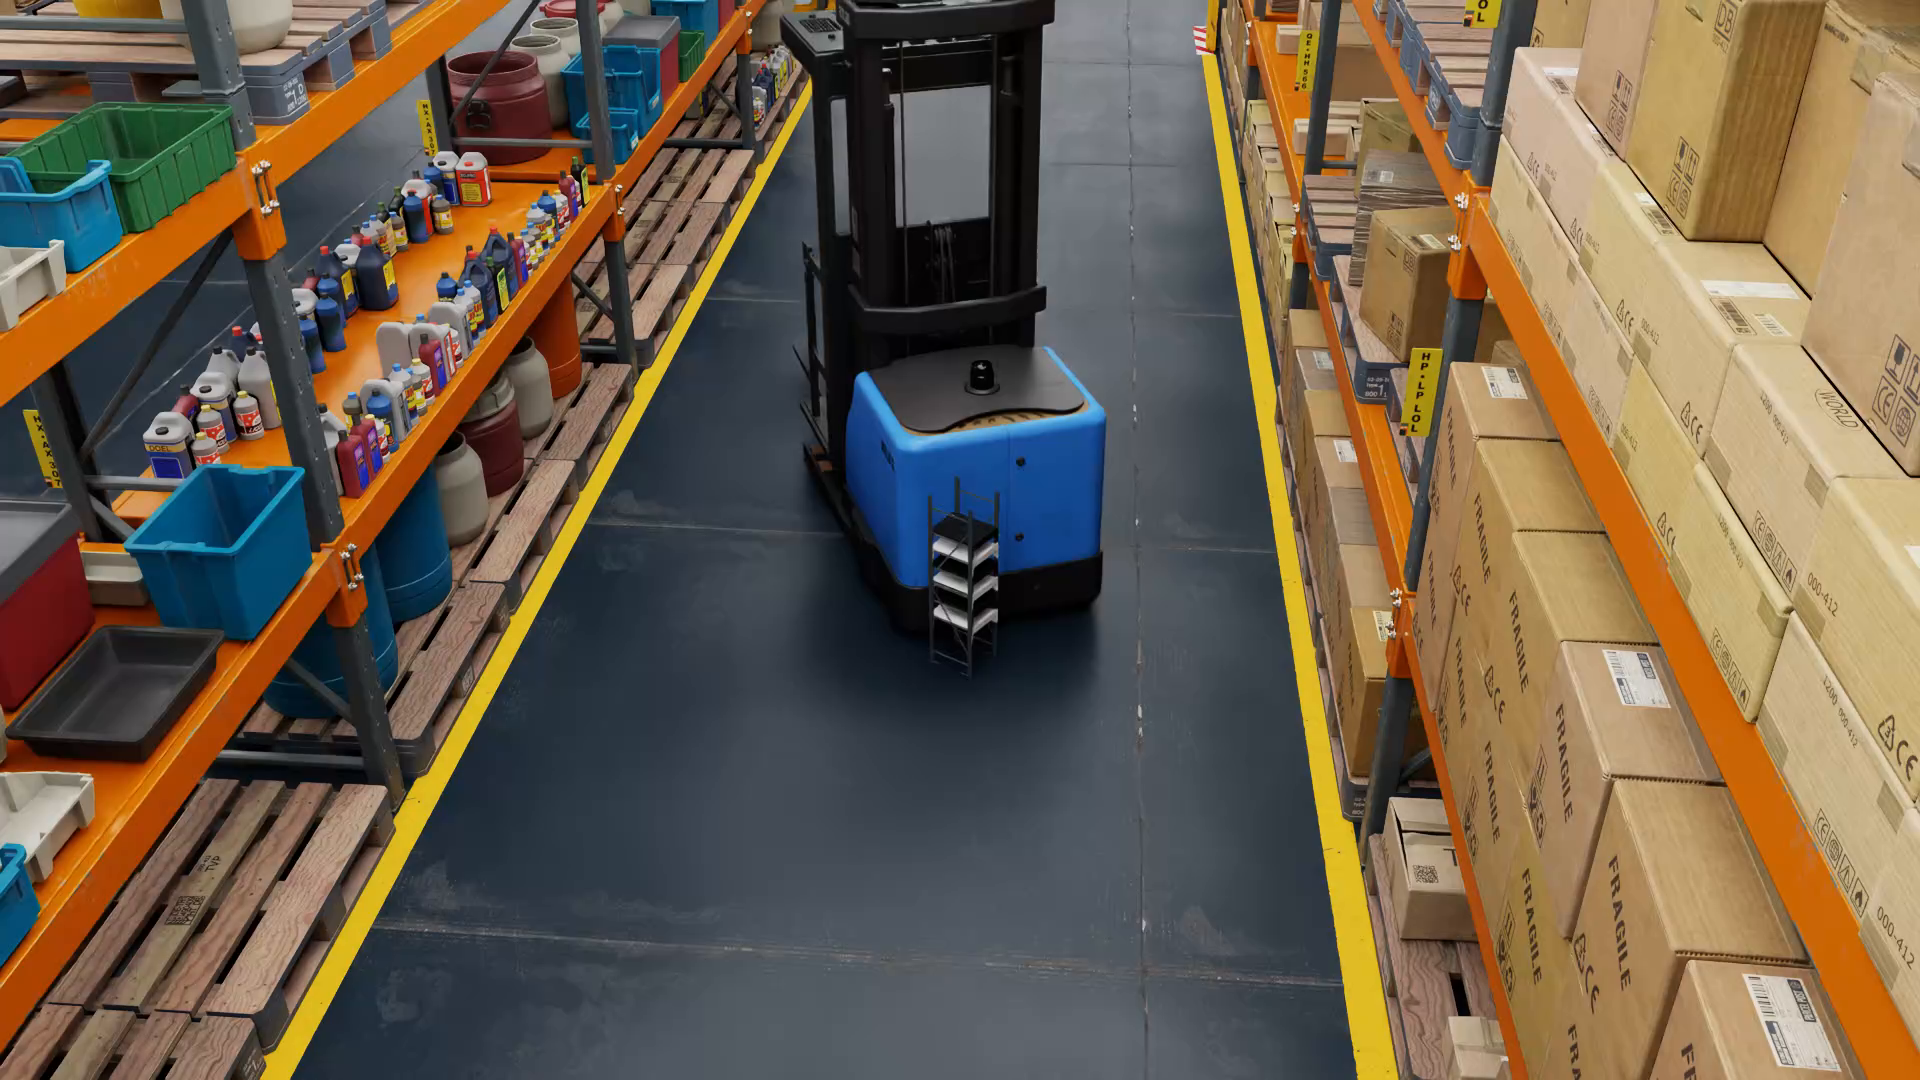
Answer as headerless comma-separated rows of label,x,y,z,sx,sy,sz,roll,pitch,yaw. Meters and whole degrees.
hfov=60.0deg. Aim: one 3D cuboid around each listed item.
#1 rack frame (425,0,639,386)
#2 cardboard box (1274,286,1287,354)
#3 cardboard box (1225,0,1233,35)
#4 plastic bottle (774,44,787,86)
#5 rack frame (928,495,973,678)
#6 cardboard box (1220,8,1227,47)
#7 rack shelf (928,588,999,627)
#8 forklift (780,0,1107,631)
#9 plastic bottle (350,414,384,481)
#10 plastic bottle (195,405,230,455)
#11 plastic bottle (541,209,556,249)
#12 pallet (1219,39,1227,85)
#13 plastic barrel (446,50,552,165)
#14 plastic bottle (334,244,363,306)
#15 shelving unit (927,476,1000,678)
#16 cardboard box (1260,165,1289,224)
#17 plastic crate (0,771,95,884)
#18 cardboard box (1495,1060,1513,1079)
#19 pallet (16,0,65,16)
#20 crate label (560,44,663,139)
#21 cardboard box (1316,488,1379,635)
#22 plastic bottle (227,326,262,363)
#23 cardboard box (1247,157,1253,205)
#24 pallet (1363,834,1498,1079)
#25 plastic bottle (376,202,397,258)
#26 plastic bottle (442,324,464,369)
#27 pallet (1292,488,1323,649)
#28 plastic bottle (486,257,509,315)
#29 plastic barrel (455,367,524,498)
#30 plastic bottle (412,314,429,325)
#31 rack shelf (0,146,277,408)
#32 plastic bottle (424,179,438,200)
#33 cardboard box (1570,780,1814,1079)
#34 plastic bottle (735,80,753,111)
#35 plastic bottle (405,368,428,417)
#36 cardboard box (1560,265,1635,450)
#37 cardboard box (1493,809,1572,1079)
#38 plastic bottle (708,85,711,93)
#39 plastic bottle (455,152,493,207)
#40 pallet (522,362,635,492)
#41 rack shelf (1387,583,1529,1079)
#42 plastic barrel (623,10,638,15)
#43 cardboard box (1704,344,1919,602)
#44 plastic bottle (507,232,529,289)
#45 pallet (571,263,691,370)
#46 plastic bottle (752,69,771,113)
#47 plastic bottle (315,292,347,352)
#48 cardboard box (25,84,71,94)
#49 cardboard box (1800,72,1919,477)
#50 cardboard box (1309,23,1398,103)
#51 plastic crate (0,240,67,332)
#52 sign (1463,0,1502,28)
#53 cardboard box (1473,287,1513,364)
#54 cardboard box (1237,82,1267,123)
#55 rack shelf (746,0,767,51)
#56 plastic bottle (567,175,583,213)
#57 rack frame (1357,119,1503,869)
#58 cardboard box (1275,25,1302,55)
rack frame,-2.509,-2.284,9.598,1.000,3.000,0.127,2,32,4
cardboard box,2.227,-1.365,10.326,0.500,0.250,0.500,3,32,5
cardboard box,2.774,-5.049,15.590,0.500,0.500,0.500,2,32,4
plastic bottle,-1.639,-4.258,14.906,0.144,0.351,0.185,4,32,6
rack frame,-0.043,0.219,7.536,0.240,0.900,0.006,21,37,30
cardboard box,2.813,-4.991,16.211,0.500,0.250,0.500,2,32,4
rack shelf,0.016,0.281,7.671,0.258,0.077,0.200,21,37,30
forklift,-0.242,-1.580,8.520,1.130,2.935,3.031,-10,33,-15
plastic bottle,-2.369,-0.386,6.629,0.061,0.283,0.133,2,32,4
plastic bottle,-3.072,-0.457,6.822,0.097,0.201,0.097,0,32,0
plastic bottle,-2.187,-1.637,8.737,0.097,0.201,0.097,0,32,0
pallet,3.058,-4.665,16.119,1.003,0.211,1.213,2,32,4
plastic barrel,-2.774,-2.598,9.977,0.600,0.536,0.708,2,32,4
plastic bottle,-2.980,-1.294,8.109,0.152,0.276,0.135,2,32,4
shelving unit,0.016,0.176,7.606,0.258,0.900,0.210,21,37,30
cardboard box,2.347,-2.400,11.471,0.500,0.311,0.500,3,32,5
plastic crate,-2.677,0.817,4.759,0.293,0.136,0.466,2,32,4
cardboard box,1.954,1.879,4.802,0.797,0.503,0.637,2,32,4
pallet,-7.328,-4.112,12.747,1.003,0.211,1.213,2,32,4
crate label,-2.159,-2.807,10.413,0.502,0.435,0.616,2,32,4
cardboard box,1.946,0.107,7.680,0.500,0.500,0.500,3,32,5
plastic bottle,-3.071,-0.763,7.176,0.144,0.351,0.185,2,32,4
cardboard box,2.430,-2.703,12.498,0.500,0.250,0.500,3,32,5
pallet,2.045,1.567,6.006,1.003,0.211,1.213,2,32,4
plastic bottle,-2.980,-1.591,8.585,0.061,0.283,0.133,2,32,4
plastic bottle,-2.306,-0.878,7.504,0.097,0.201,0.097,0,32,0
pallet,2.227,0.141,8.319,1.003,0.211,1.213,2,32,4
plastic bottle,-2.236,-1.241,8.016,0.061,0.283,0.133,2,32,4
plastic barrel,-2.624,-0.589,8.746,0.600,0.588,0.708,2,32,4
plastic bottle,-2.449,-0.935,7.597,0.097,0.201,0.097,0,32,0
rack shelf,-2.998,-0.118,3.908,1.077,0.370,4.000,2,32,4
plastic bottle,-2.912,-1.877,9.126,0.097,0.201,0.097,0,32,0
cardboard box,1.616,0.864,3.440,0.500,0.500,0.500,3,32,5
plastic bottle,-1.848,-3.846,14.237,0.144,0.351,0.185,2,32,4
plastic bottle,-2.343,-0.636,7.112,0.097,0.201,0.097,0,32,0
cardboard box,1.728,-0.426,3.866,0.500,0.250,0.500,2,32,4
cardboard box,1.667,1.028,4.127,0.500,0.500,0.500,2,32,3
plastic bottle,-2.253,-4.106,14.723,0.061,0.283,0.133,2,32,4
plastic bottle,-2.715,-2.013,9.275,0.152,0.276,0.135,2,32,4
pallet,-2.532,-0.683,9.657,1.003,0.211,1.213,2,32,4
rack shelf,1.939,1.373,4.349,1.077,0.370,4.000,2,32,4
plastic barrel,-2.444,-3.632,11.915,0.301,0.262,0.301,0,32,0
cardboard box,1.648,-0.116,2.886,0.500,0.250,0.500,2,32,4
plastic bottle,-2.210,-1.407,8.286,0.061,0.283,0.133,2,32,4
pallet,-2.408,-1.501,10.984,1.003,0.211,1.213,2,32,4
plastic bottle,-1.704,-3.840,14.227,0.144,0.351,0.185,3,32,5
plastic bottle,-2.899,-1.009,7.650,0.097,0.271,0.097,0,32,0
cardboard box,-7.192,-3.390,13.356,0.700,0.500,0.500,0,32,0
cardboard box,1.860,-0.426,2.675,0.700,0.500,0.500,2,32,4
cardboard box,2.548,-2.991,10.650,0.500,0.500,0.500,1,32,1
plastic crate,-2.559,-0.676,4.380,0.293,0.136,0.466,2,32,4
sign,1.548,-1.666,4.867,0.100,0.325,0.005,2,32,4
cardboard box,2.356,-0.801,6.695,0.700,0.500,0.500,7,32,12
cardboard box,2.623,-3.683,14.088,0.500,0.250,0.500,2,32,4
rack shelf,-2.021,-5.115,14.877,1.077,0.370,4.000,2,32,4
plastic bottle,-2.145,-1.910,9.180,0.097,0.201,0.097,0,32,0
rack frame,2.101,0.021,5.857,1.000,3.000,0.127,2,32,4
cardboard box,2.477,-3.601,11.973,0.380,0.149,0.250,2,32,4
